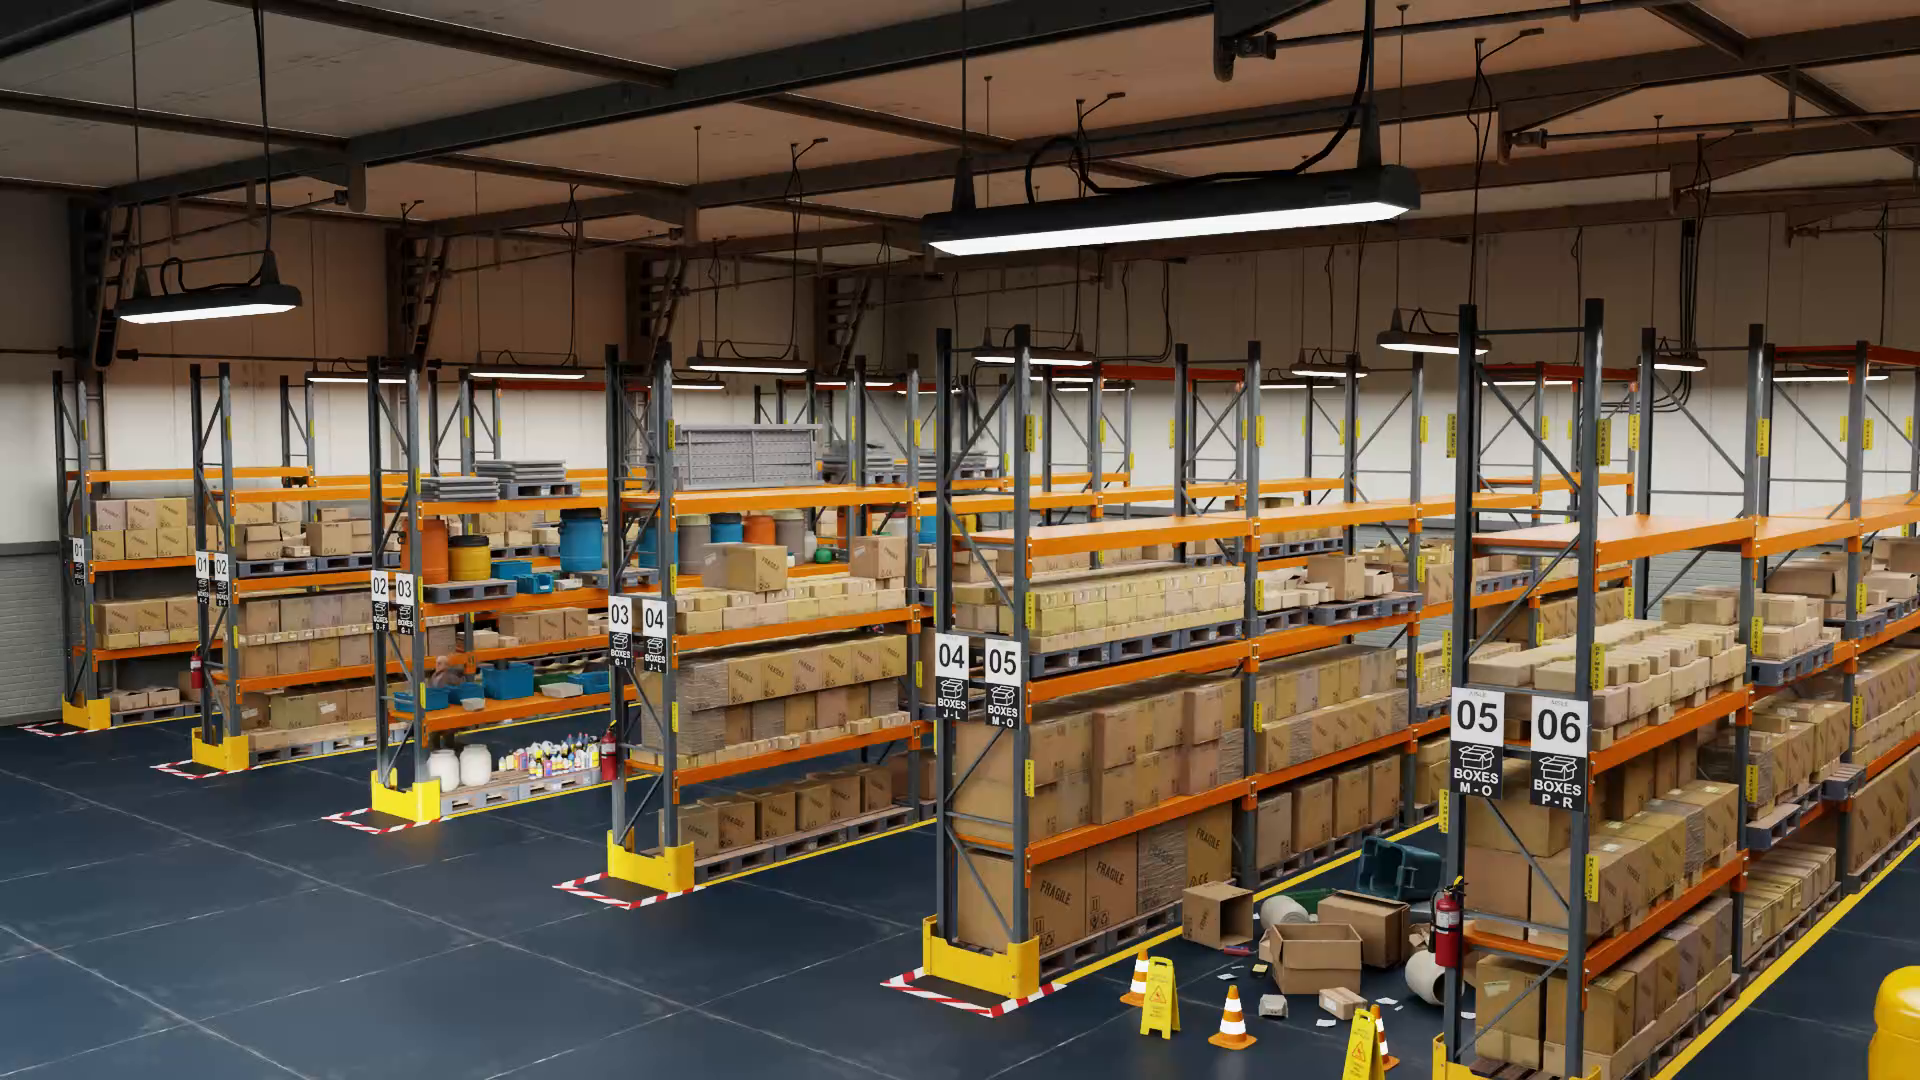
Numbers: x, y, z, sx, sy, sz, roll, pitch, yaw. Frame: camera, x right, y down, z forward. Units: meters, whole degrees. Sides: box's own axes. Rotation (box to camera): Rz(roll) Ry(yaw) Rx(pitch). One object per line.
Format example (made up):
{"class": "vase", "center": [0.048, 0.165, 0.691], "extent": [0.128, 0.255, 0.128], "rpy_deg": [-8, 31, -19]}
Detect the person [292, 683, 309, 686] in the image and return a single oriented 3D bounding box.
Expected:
{"class": "person", "center": [-11.386, 2.319, 28.510], "extent": [0.694, 1.591, 0.826], "rpy_deg": [1, 4, 7]}

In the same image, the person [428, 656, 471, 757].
{"class": "person", "center": [-7.434, 2.538, 24.032], "extent": [0.710, 1.755, 0.949], "rpy_deg": [2, 5, 27]}
